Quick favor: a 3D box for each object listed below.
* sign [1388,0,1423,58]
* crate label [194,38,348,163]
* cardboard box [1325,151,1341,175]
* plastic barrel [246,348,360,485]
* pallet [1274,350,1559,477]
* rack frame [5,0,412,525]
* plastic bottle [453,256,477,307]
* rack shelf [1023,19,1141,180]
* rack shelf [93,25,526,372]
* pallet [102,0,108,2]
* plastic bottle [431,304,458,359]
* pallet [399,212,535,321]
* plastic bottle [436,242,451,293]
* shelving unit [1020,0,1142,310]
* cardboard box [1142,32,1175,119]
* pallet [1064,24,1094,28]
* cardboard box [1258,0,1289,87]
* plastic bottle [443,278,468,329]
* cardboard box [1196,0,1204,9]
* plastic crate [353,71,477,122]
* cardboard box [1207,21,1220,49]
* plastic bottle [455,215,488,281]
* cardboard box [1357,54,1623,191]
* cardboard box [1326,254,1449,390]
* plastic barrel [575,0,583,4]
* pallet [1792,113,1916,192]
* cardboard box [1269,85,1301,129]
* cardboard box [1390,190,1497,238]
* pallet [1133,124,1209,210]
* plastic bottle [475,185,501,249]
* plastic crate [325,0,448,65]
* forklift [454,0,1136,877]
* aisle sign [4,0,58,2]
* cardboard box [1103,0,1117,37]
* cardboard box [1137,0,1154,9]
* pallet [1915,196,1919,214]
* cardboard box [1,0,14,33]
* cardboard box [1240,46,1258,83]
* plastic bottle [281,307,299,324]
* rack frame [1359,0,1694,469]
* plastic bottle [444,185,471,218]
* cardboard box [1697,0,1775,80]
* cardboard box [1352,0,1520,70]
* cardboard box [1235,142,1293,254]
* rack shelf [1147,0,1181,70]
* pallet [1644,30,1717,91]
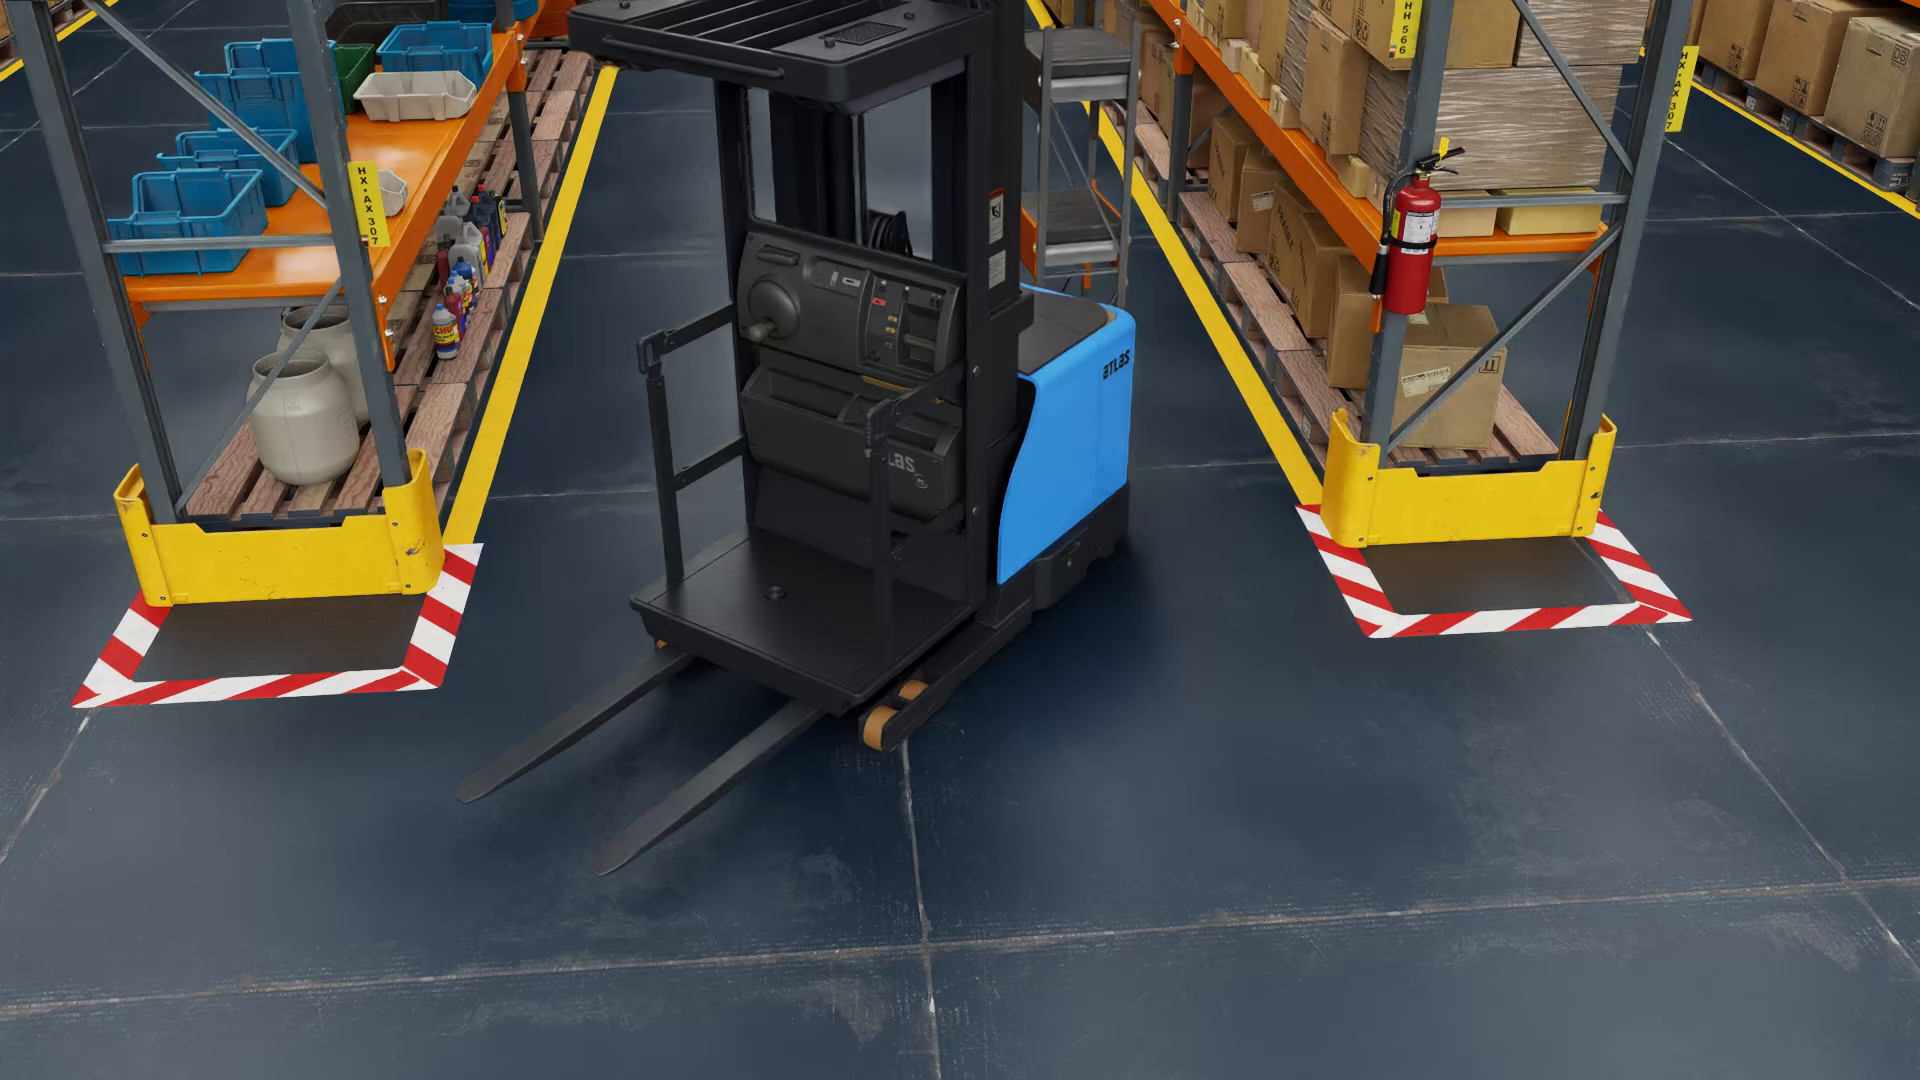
[{"bbox_3d":[1.653,-1.945,6.144,0.100,0.325,0.005,-3,31,-5],"label":"sign"},{"bbox_3d":[-3.165,-2.034,7.695,0.502,0.435,0.616,-3,31,-5],"label":"crate label"},{"bbox_3d":[1.870,-1.738,7.479,0.380,0.149,0.250,-3,31,-5],"label":"cardboard box"},{"bbox_3d":[-2.861,-0.536,7.239,0.421,0.512,0.421,0,31,0],"label":"plastic barrel"},{"bbox_3d":[2.160,-0.587,8.027,1.003,0.211,1.213,-3,31,-5],"label":"pallet"},{"bbox_3d":[-2.724,-1.092,6.152,1.000,3.000,0.127,-3,31,-5],"label":"rack frame"},{"bbox_3d":[-2.643,-1.379,8.866,0.097,0.271,0.097,0,31,0],"label":"plastic bottle"},{"bbox_3d":[0.465,-1.847,6.954,0.431,0.518,0.480,-7,32,-12],"label":"rack shelf"},{"bbox_3d":[-2.911,-1.804,8.046,1.077,0.370,4.000,-3,31,-5],"label":"rack shelf"},{"bbox_3d":[-8.663,-5.372,16.038,1.003,0.211,1.213,-3,31,-5],"label":"pallet"},{"bbox_3d":[-2.583,-1.050,8.314,0.097,0.271,0.097,0,31,0],"label":"plastic bottle"},{"bbox_3d":[-3.076,-1.592,9.709,1.003,0.211,1.213,-3,31,-5],"label":"pallet"},{"bbox_3d":[-2.797,-1.490,9.040,0.061,0.283,0.133,-3,31,-5],"label":"plastic bottle"},{"bbox_3d":[0.461,-1.258,7.305,0.431,2.100,0.503,-7,32,-12],"label":"shelving unit"},{"bbox_3d":[1.719,-3.331,11.911,0.700,0.500,0.500,-5,31,-9],"label":"cardboard box"},{"bbox_3d":[1.461,-4.622,14.783,1.003,0.211,1.213,-3,31,-5],"label":"pallet"},{"bbox_3d":[1.979,-2.544,8.197,0.875,0.500,0.500,-3,31,-5],"label":"cardboard box"},{"bbox_3d":[-2.615,-1.225,8.607,0.097,0.271,0.097,0,31,0],"label":"plastic bottle"},{"bbox_3d":[1.814,-3.309,9.477,0.875,0.500,0.500,-3,31,-5],"label":"cardboard box"},{"bbox_3d":[-2.694,-2.204,8.271,0.530,0.136,0.437,-3,31,-5],"label":"plastic crate"},{"bbox_3d":[1.616,-2.885,9.399,0.380,0.149,0.250,-3,31,-5],"label":"cardboard box"},{"bbox_3d":[-2.702,-1.608,9.171,0.144,0.351,0.185,-3,31,-5],"label":"plastic bottle"},{"bbox_3d":[2.183,-1.782,6.920,0.875,0.500,0.500,-3,31,-5],"label":"cardboard box"},{"bbox_3d":[2.076,-1.059,8.126,0.500,0.500,0.500,5,31,8],"label":"cardboard box"},{"bbox_3d":[-3.639,-5.147,14.883,0.600,0.588,0.708,-3,31,-5],"label":"plastic barrel"},{"bbox_3d":[6.634,-2.750,11.649,1.003,0.211,1.213,-3,31,-5],"label":"pallet"},{"bbox_3d":[1.731,-2.118,8.115,0.380,0.149,0.250,-3,31,-5],"label":"cardboard box"},{"bbox_3d":[1.975,-1.357,6.841,0.380,0.149,0.250,-3,31,-5],"label":"cardboard box"},{"bbox_3d":[1.760,-2.571,11.349,1.003,0.211,1.213,-3,31,-5],"label":"pallet"},{"bbox_3d":[-2.750,-1.871,9.611,0.144,0.351,0.185,-4,31,-6],"label":"plastic bottle"},{"bbox_3d":[-3.175,-2.834,9.130,0.767,0.338,0.504,-3,31,-5],"label":"plastic crate"},{"bbox_3d":[-0.522,-0.775,5.689,1.130,2.935,3.031,19,36,29],"label":"forklift"},{"bbox_3d":[-3.013,-2.157,5.400,0.394,0.787,0.004,-3,31,-5],"label":"aisle sign"},{"bbox_3d":[1.543,-4.188,13.345,0.700,0.500,0.500,-4,31,-7],"label":"cardboard box"},{"bbox_3d":[1.612,-4.240,12.701,0.500,0.250,0.500,1,31,1],"label":"cardboard box"},{"bbox_3d":[6.775,-1.968,10.339,1.003,0.211,1.213,-3,31,-5],"label":"pallet"},{"bbox_3d":[-8.216,-4.569,13.984,0.500,0.500,0.500,-4,31,-6],"label":"cardboard box"},{"bbox_3d":[1.696,-2.502,8.759,0.380,0.149,0.250,-3,31,-5],"label":"cardboard box"},{"bbox_3d":[-3.361,-1.090,8.369,0.061,0.283,0.133,-2,31,-3],"label":"plastic bottle"},{"bbox_3d":[2.208,-1.329,6.550,1.000,3.000,0.127,-3,31,-5],"label":"rack frame"},{"bbox_3d":[-2.894,-1.864,9.599,0.144,0.351,0.185,-3,31,-5],"label":"plastic bottle"},{"bbox_3d":[6.460,-4.052,12.894,1.050,0.750,0.750,-2,31,-4],"label":"cardboard box"},{"bbox_3d":[1.910,-2.198,6.642,0.500,0.500,0.500,-3,31,-5],"label":"cardboard box"},{"bbox_3d":[1.892,-1.980,9.668,0.500,0.500,0.500,7,32,11],"label":"cardboard box"},{"bbox_3d":[1.647,-4.083,11.863,1.077,0.370,4.000,-3,31,-5],"label":"rack shelf"},{"bbox_3d":[6.406,-3.996,13.734,1.003,0.211,1.213,-3,31,-5],"label":"pallet"}]
